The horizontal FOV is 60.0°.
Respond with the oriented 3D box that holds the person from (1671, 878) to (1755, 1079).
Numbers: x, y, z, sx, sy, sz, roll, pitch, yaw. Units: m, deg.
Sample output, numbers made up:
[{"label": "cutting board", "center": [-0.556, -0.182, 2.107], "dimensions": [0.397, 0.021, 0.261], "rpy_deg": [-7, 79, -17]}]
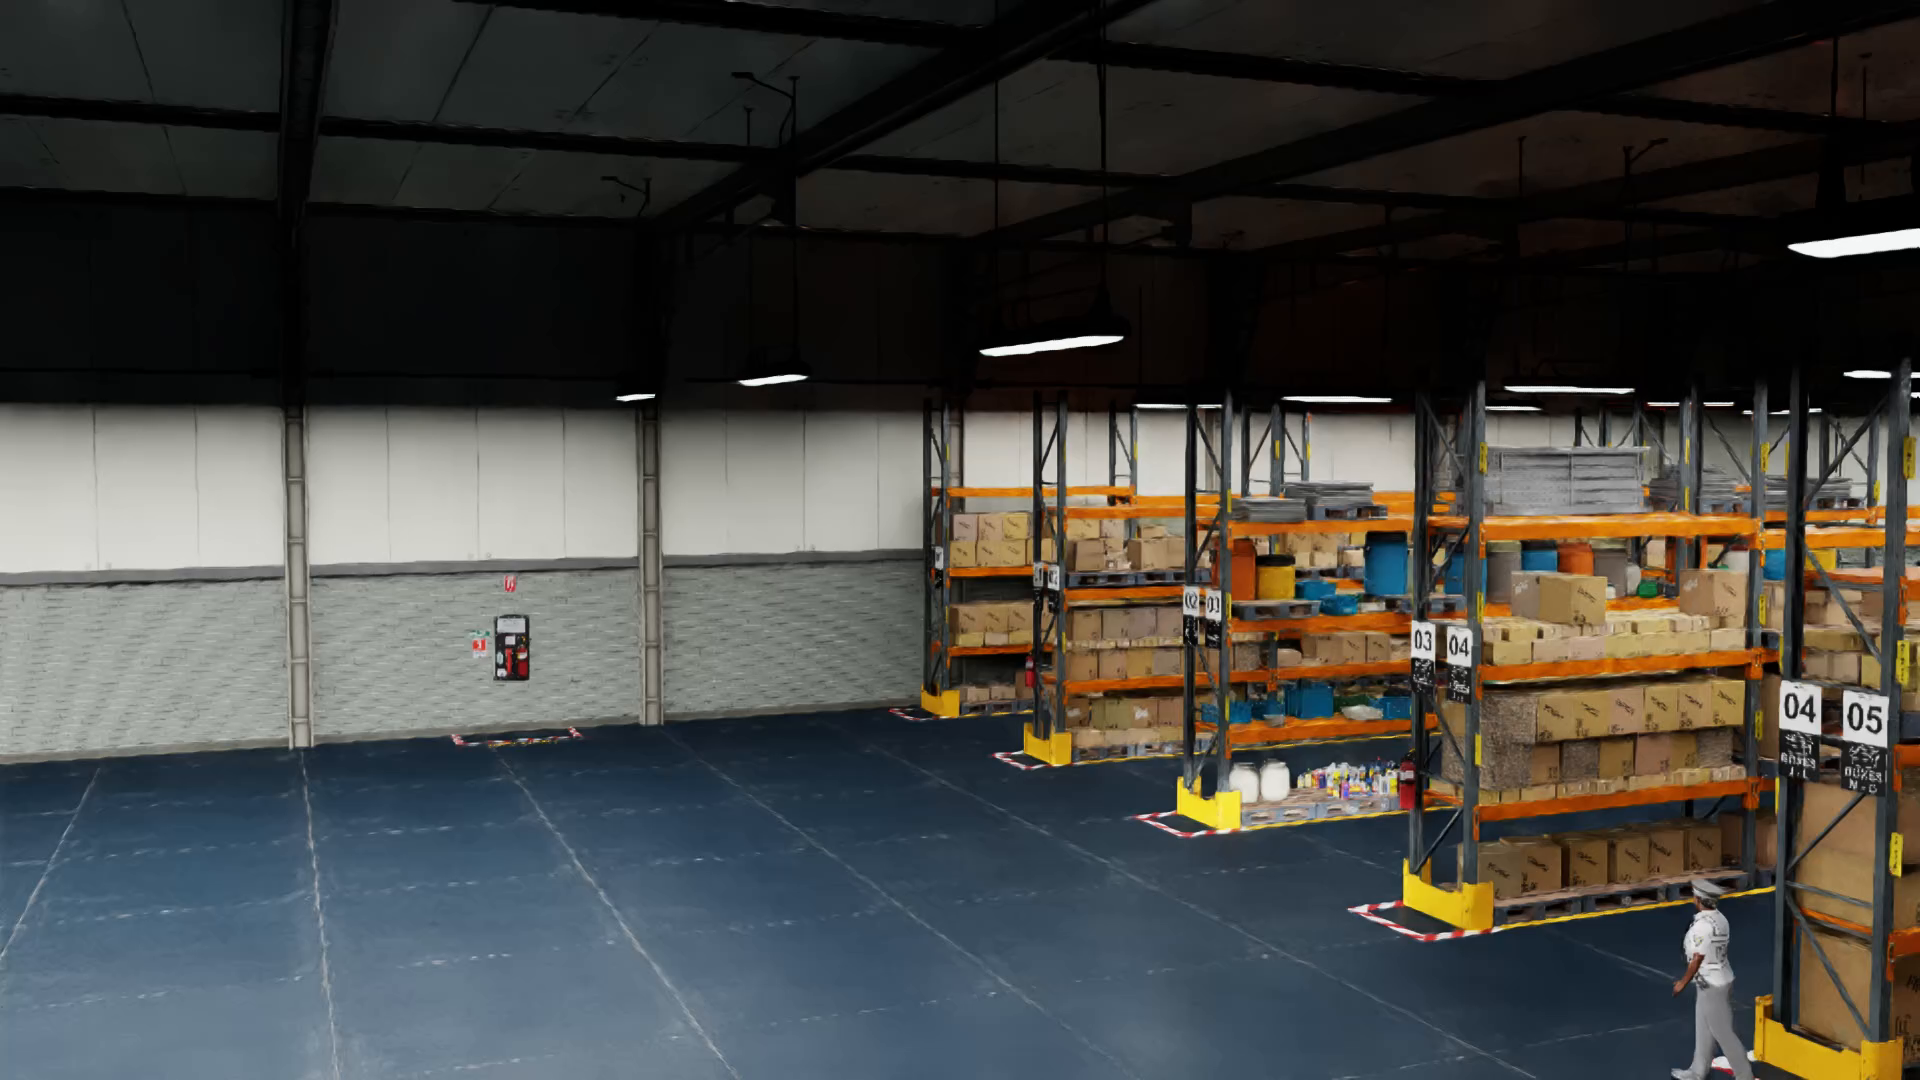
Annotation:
[{"label": "person", "center": [6.007, 3.557, 13.234], "dimensions": [0.682, 1.655, 0.489], "rpy_deg": [3, 4, 38]}]
